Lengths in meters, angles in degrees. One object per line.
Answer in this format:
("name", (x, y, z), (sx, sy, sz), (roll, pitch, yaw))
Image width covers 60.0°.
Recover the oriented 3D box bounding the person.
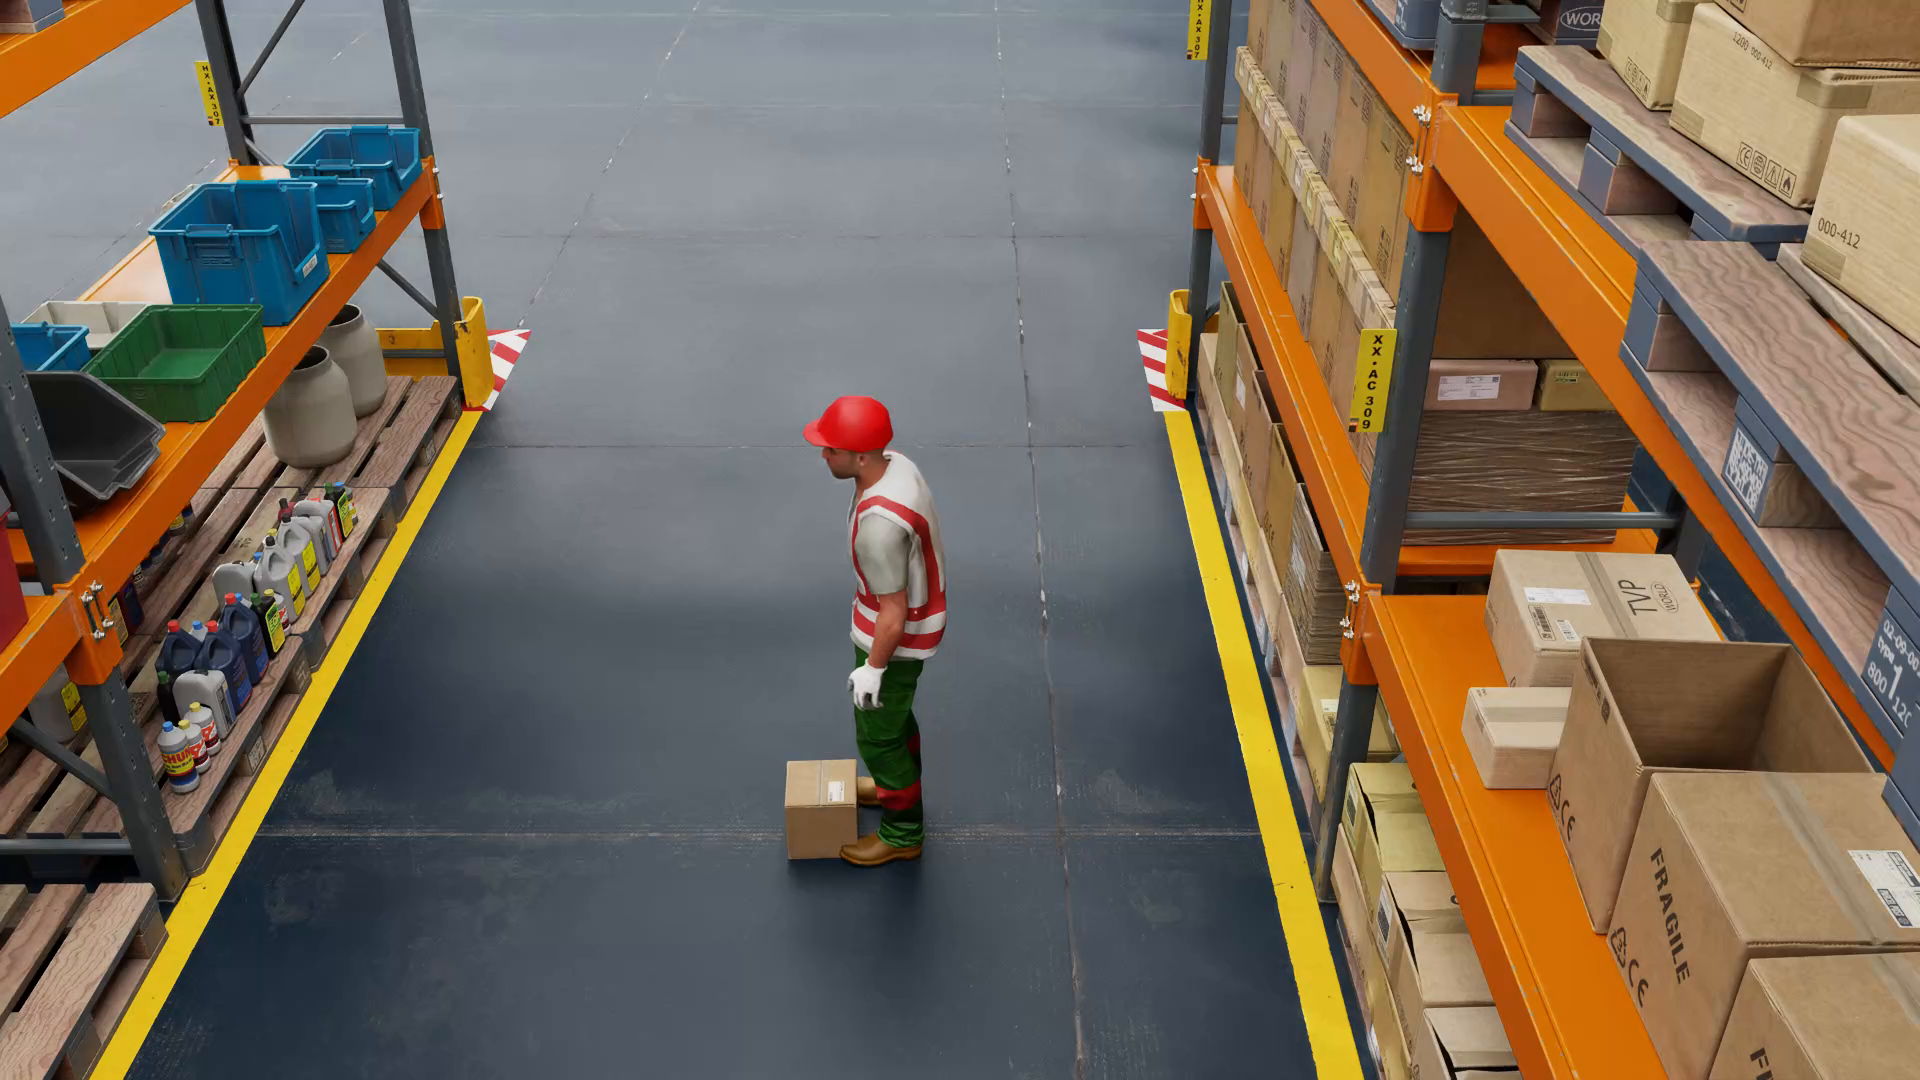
("person", (-0.267, 0.306, 5.615), (0.448, 1.780, 0.600), (0, 31, 0))
